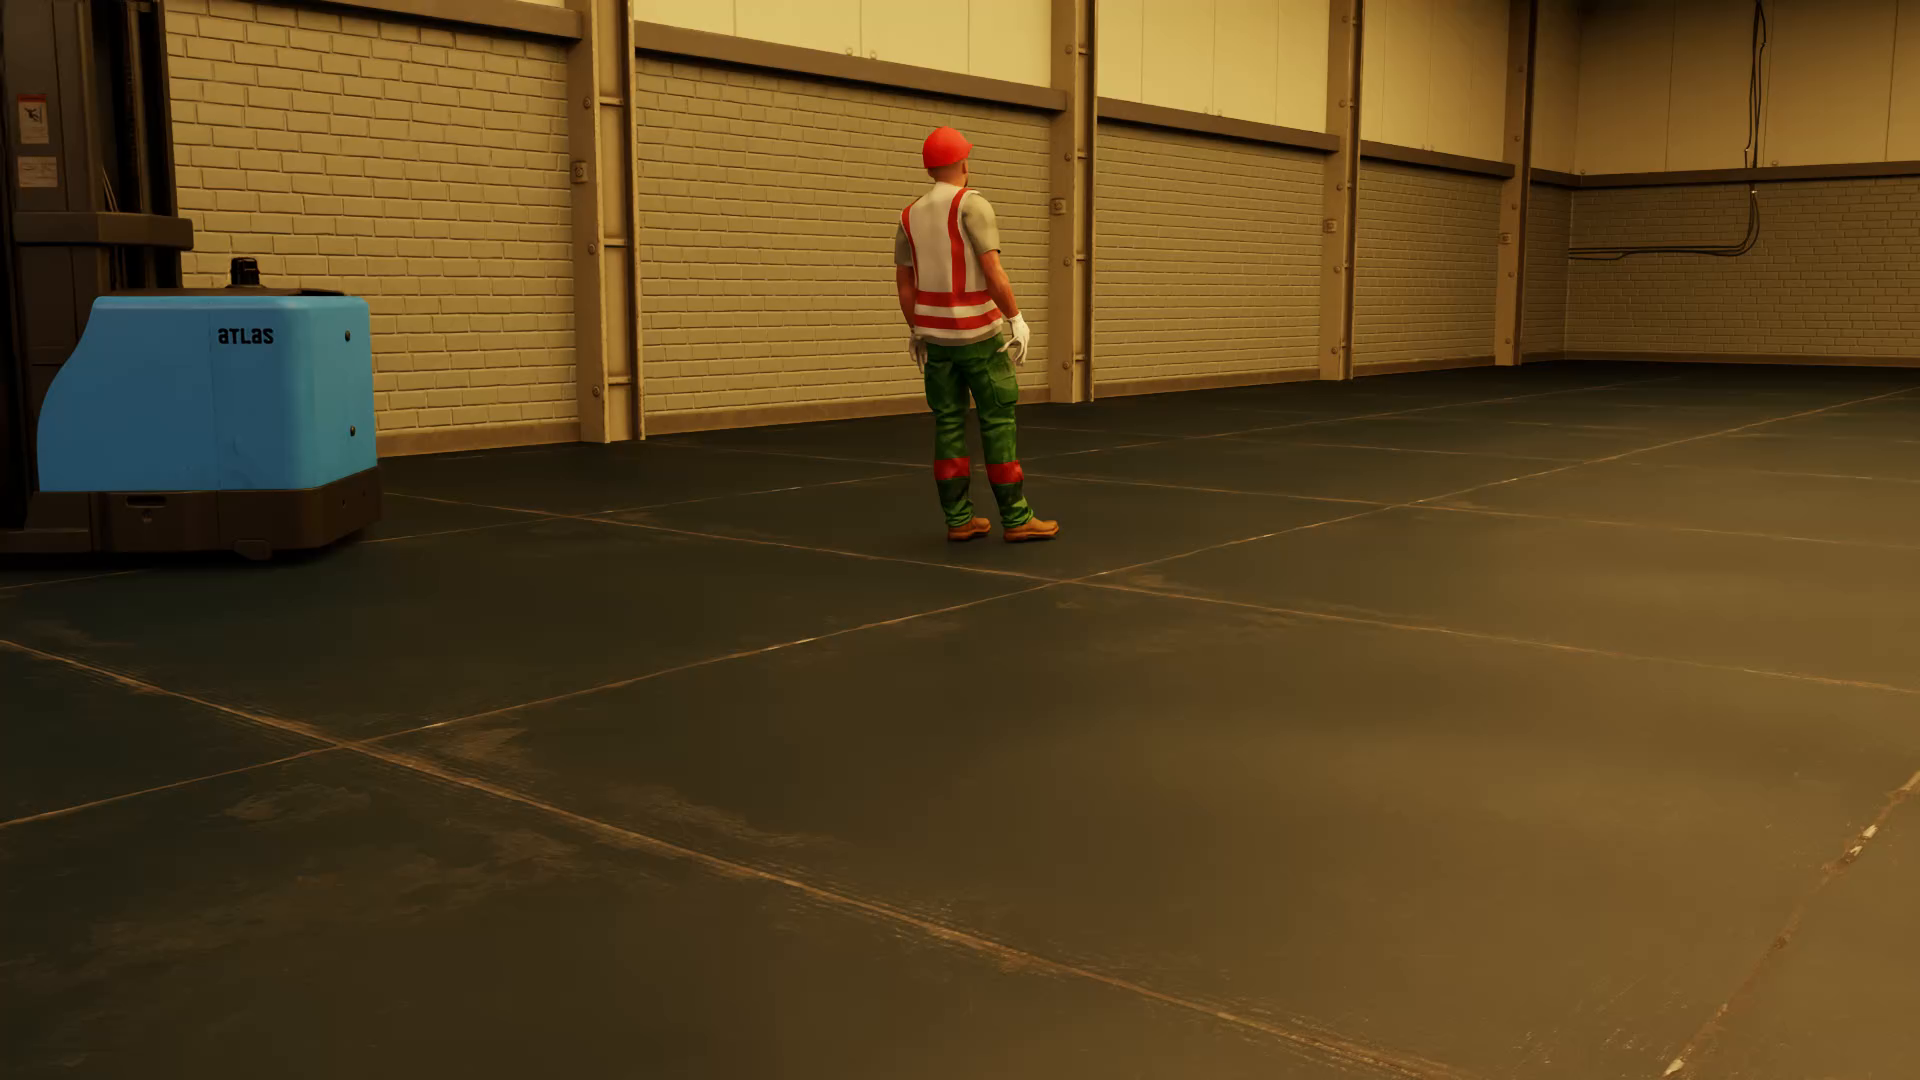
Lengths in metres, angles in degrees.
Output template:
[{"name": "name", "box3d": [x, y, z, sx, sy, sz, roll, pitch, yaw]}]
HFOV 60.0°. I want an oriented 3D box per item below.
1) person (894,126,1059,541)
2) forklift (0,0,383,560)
[{"name": "person", "box3d": [0.059, -0.900, 7.329, 0.638, 1.787, 0.564, 7, 11, 38]}, {"name": "forklift", "box3d": [-4.117, -1.402, 6.865, 3.031, 2.935, 1.130, -1, 8, -4]}]
